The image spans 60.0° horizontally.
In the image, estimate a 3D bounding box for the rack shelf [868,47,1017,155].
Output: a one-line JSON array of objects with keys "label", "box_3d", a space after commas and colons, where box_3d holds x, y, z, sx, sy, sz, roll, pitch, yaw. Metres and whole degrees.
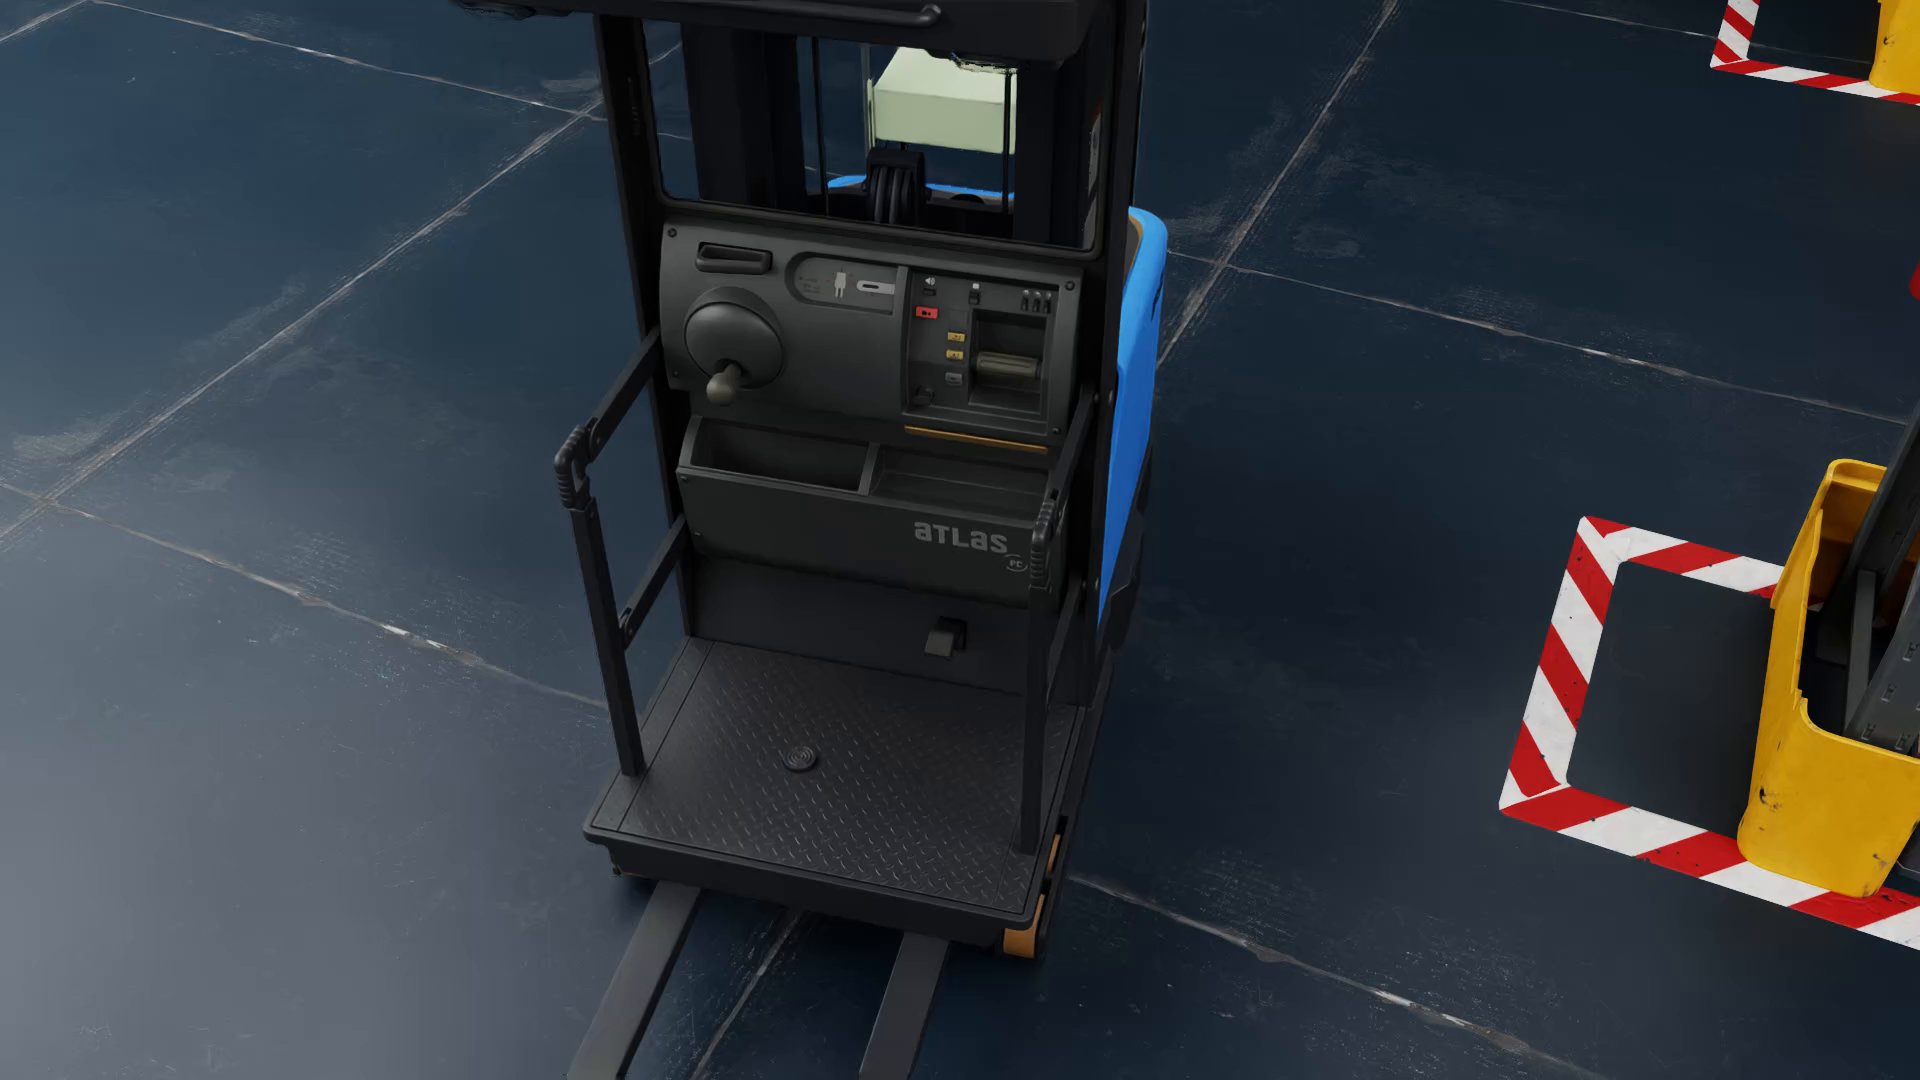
[{"label": "rack shelf", "box_3d": [0.135, -1.249, 4.949, 0.720, 0.370, 0.431, 9, 42, 11]}]

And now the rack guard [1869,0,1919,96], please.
[{"label": "rack guard", "box_3d": [4.587, -2.576, 7.841, 0.348, 0.500, 1.175, 17, 44, 19]}]

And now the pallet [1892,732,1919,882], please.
[{"label": "pallet", "box_3d": [3.138, 0.640, 4.350, 1.213, 0.211, 1.003, 17, 44, 19]}]

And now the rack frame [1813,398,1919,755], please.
[{"label": "rack frame", "box_3d": [2.427, -0.601, 3.653, 0.127, 3.000, 1.000, 17, 44, 19]}]

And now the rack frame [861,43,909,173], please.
[{"label": "rack frame", "box_3d": [-0.220, -1.012, 5.272, 0.023, 1.500, 0.400, 9, 42, 11]}]

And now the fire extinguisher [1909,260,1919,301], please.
[{"label": "fire extinguisher", "box_3d": [2.516, -0.880, 4.034, 0.183, 0.674, 0.296, 17, 44, 19]}]

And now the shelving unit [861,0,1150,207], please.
[{"label": "shelving unit", "box_3d": [0.135, -0.954, 5.205, 0.755, 1.500, 0.431, 9, 42, 11]}]

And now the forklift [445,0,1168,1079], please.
[{"label": "forklift", "box_3d": [-0.254, -0.369, 3.438, 1.130, 2.935, 3.031, 9, 42, 11]}]

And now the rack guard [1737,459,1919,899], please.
[{"label": "rack guard", "box_3d": [2.405, 0.337, 4.479, 0.348, 0.500, 1.175, 17, 44, 19]}]

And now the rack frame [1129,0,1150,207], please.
[{"label": "rack frame", "box_3d": [0.490, -0.895, 5.138, 0.023, 1.500, 0.400, 9, 42, 11]}]
